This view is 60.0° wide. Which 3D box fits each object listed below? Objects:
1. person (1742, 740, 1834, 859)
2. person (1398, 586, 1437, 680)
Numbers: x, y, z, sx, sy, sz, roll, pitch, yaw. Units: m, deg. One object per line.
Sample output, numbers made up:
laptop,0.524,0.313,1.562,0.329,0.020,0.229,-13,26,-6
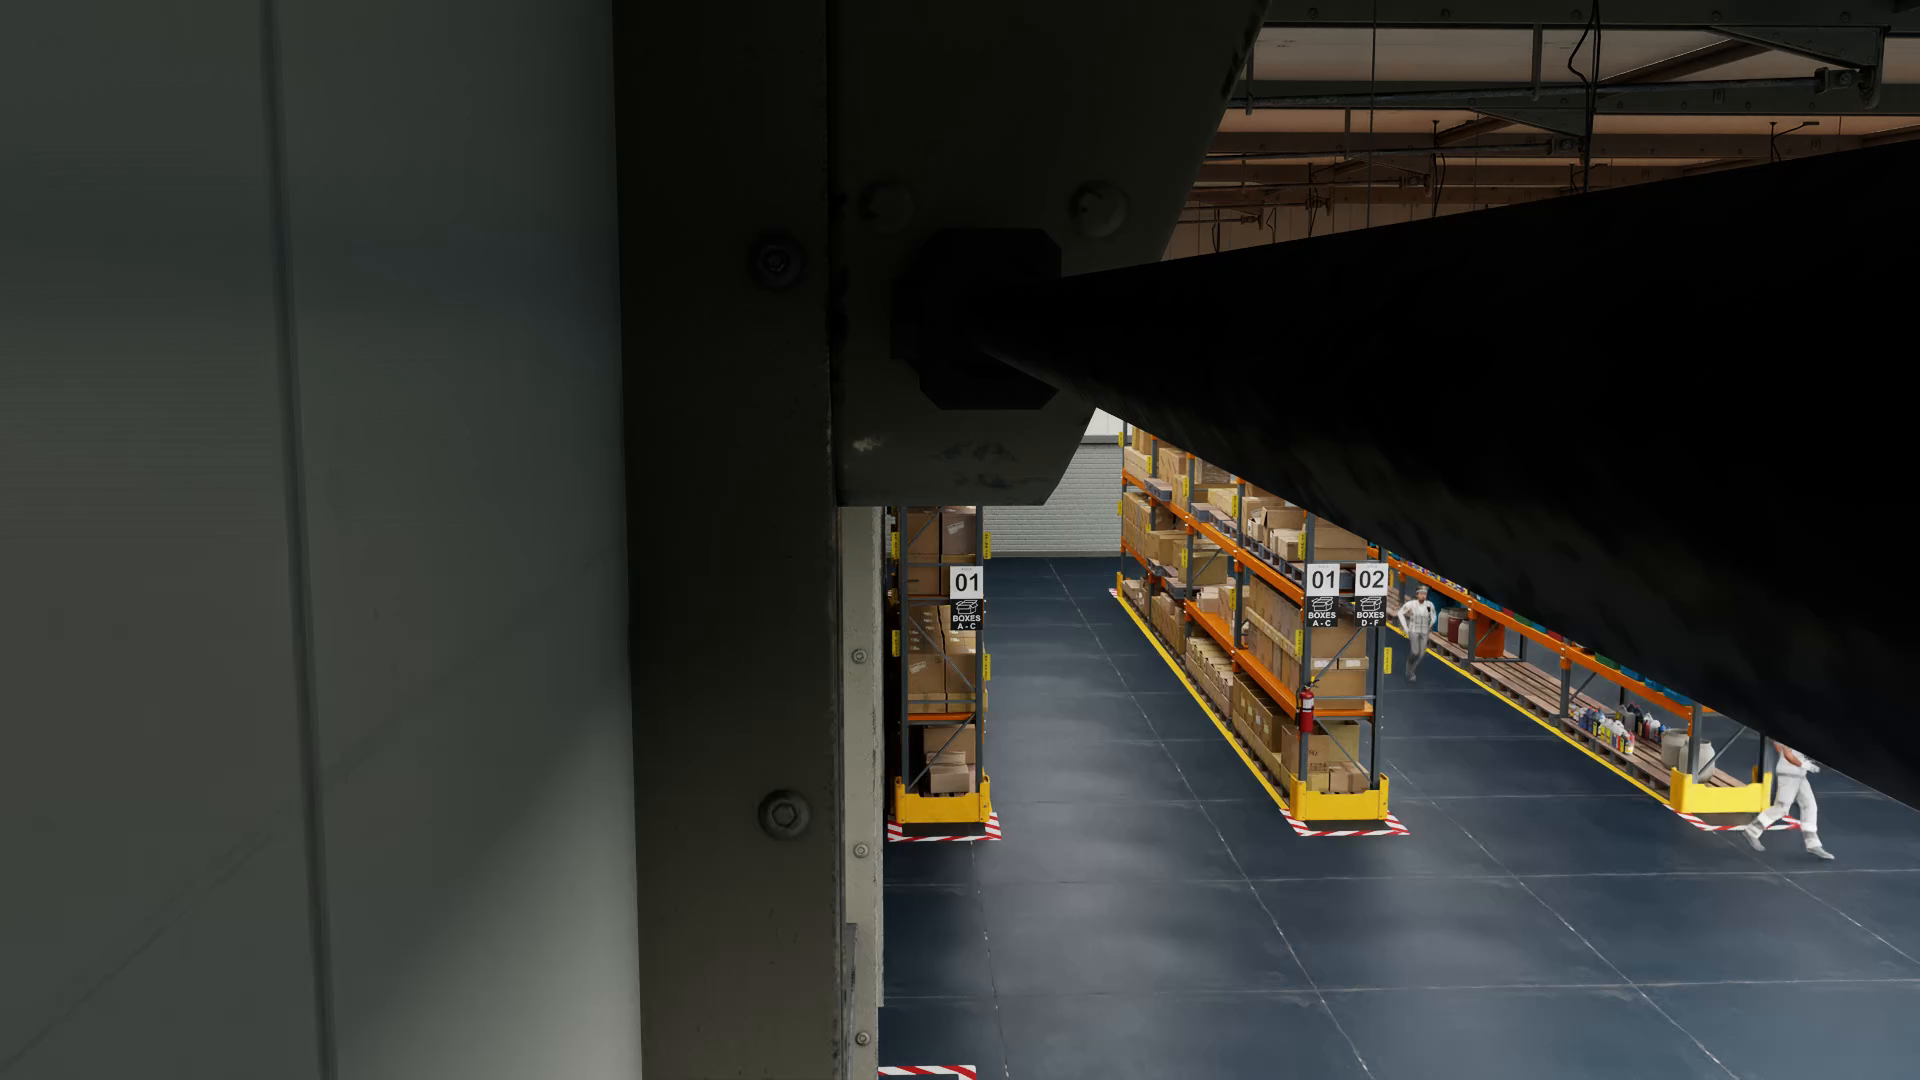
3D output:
person,9.675,2.741,19.285,0.964,1.768,0.714,5,10,32
person,7.745,1.571,28.053,0.613,1.651,0.602,0,8,-3
